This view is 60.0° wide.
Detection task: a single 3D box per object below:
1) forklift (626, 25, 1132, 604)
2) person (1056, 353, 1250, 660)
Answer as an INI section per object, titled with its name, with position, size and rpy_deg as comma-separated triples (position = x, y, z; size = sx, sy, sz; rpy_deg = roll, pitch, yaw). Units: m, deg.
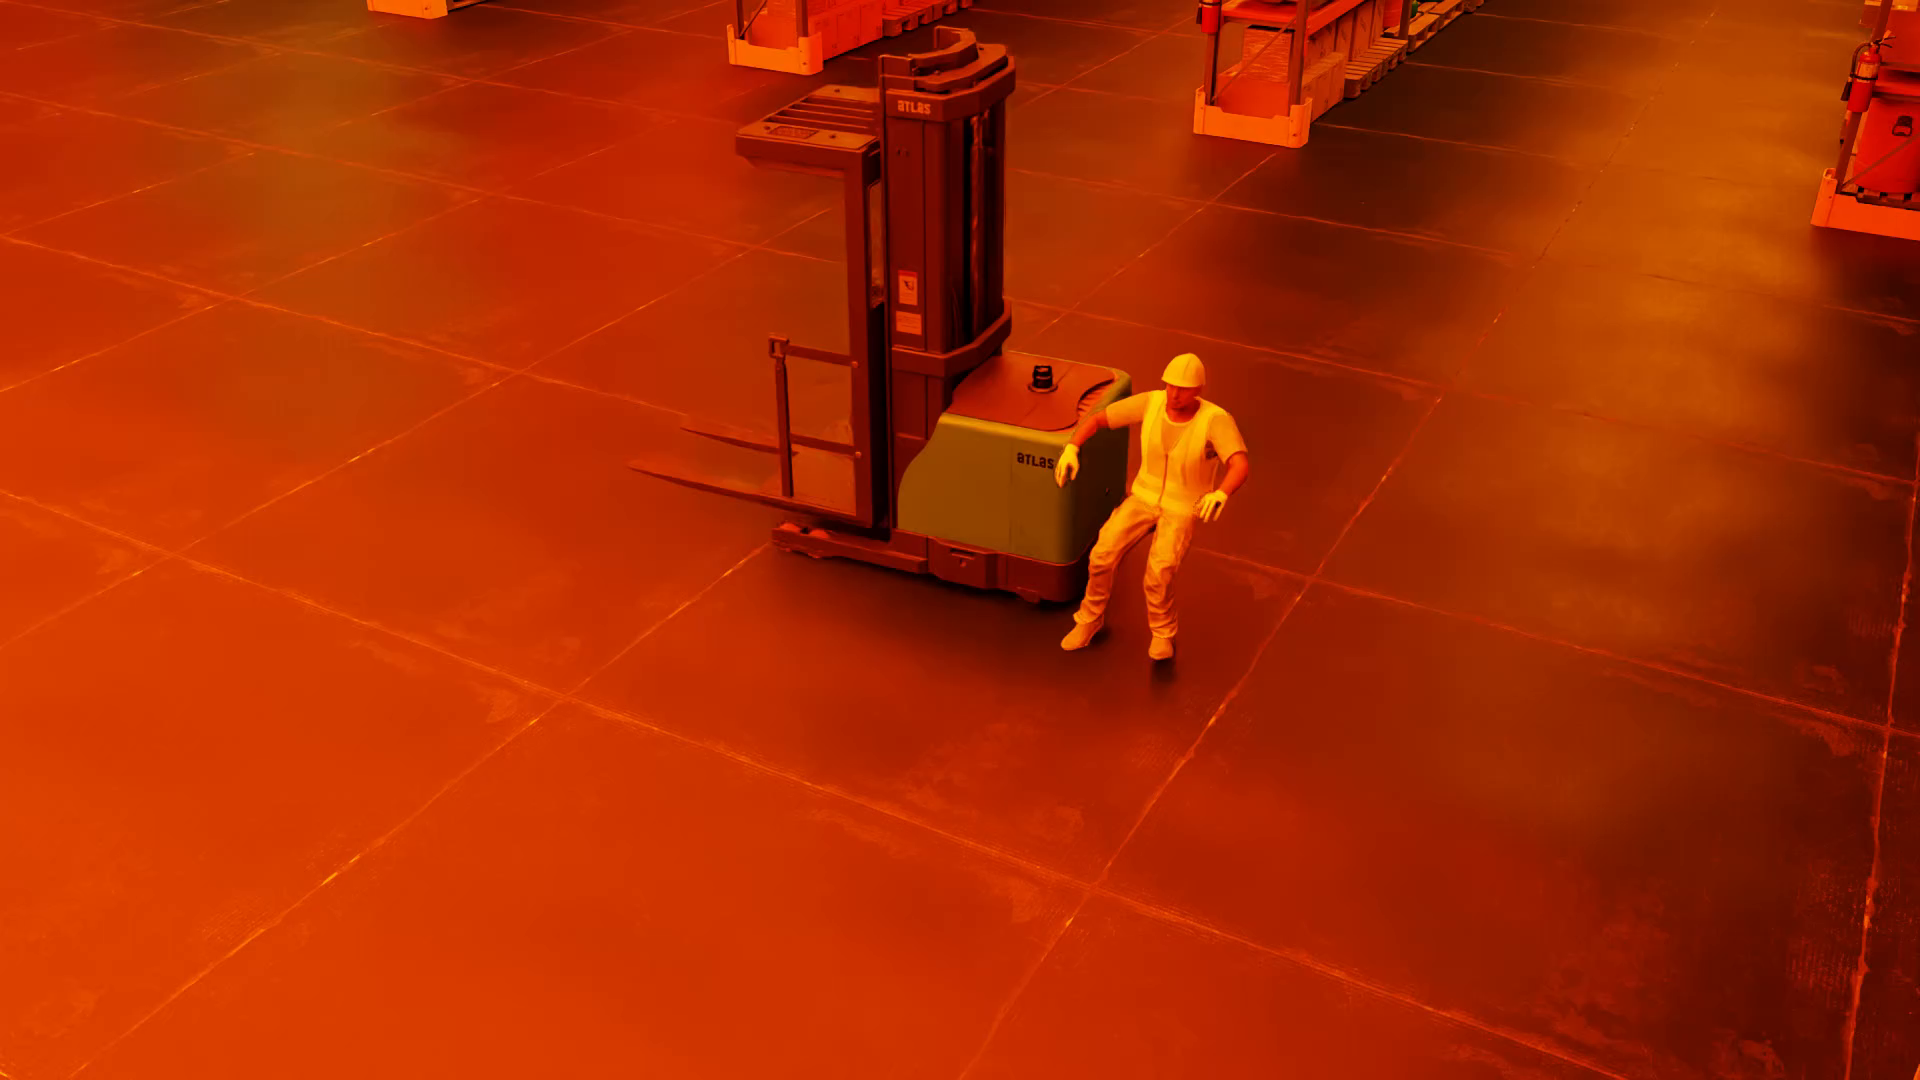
[forklift]
position = -0.565, -1.388, 9.476
size = 3.031, 2.935, 1.130
rpy_deg = 12, 32, 20
[person]
position = 1.001, -0.168, 8.716
size = 0.998, 1.625, 0.761
rpy_deg = 15, 33, 24
